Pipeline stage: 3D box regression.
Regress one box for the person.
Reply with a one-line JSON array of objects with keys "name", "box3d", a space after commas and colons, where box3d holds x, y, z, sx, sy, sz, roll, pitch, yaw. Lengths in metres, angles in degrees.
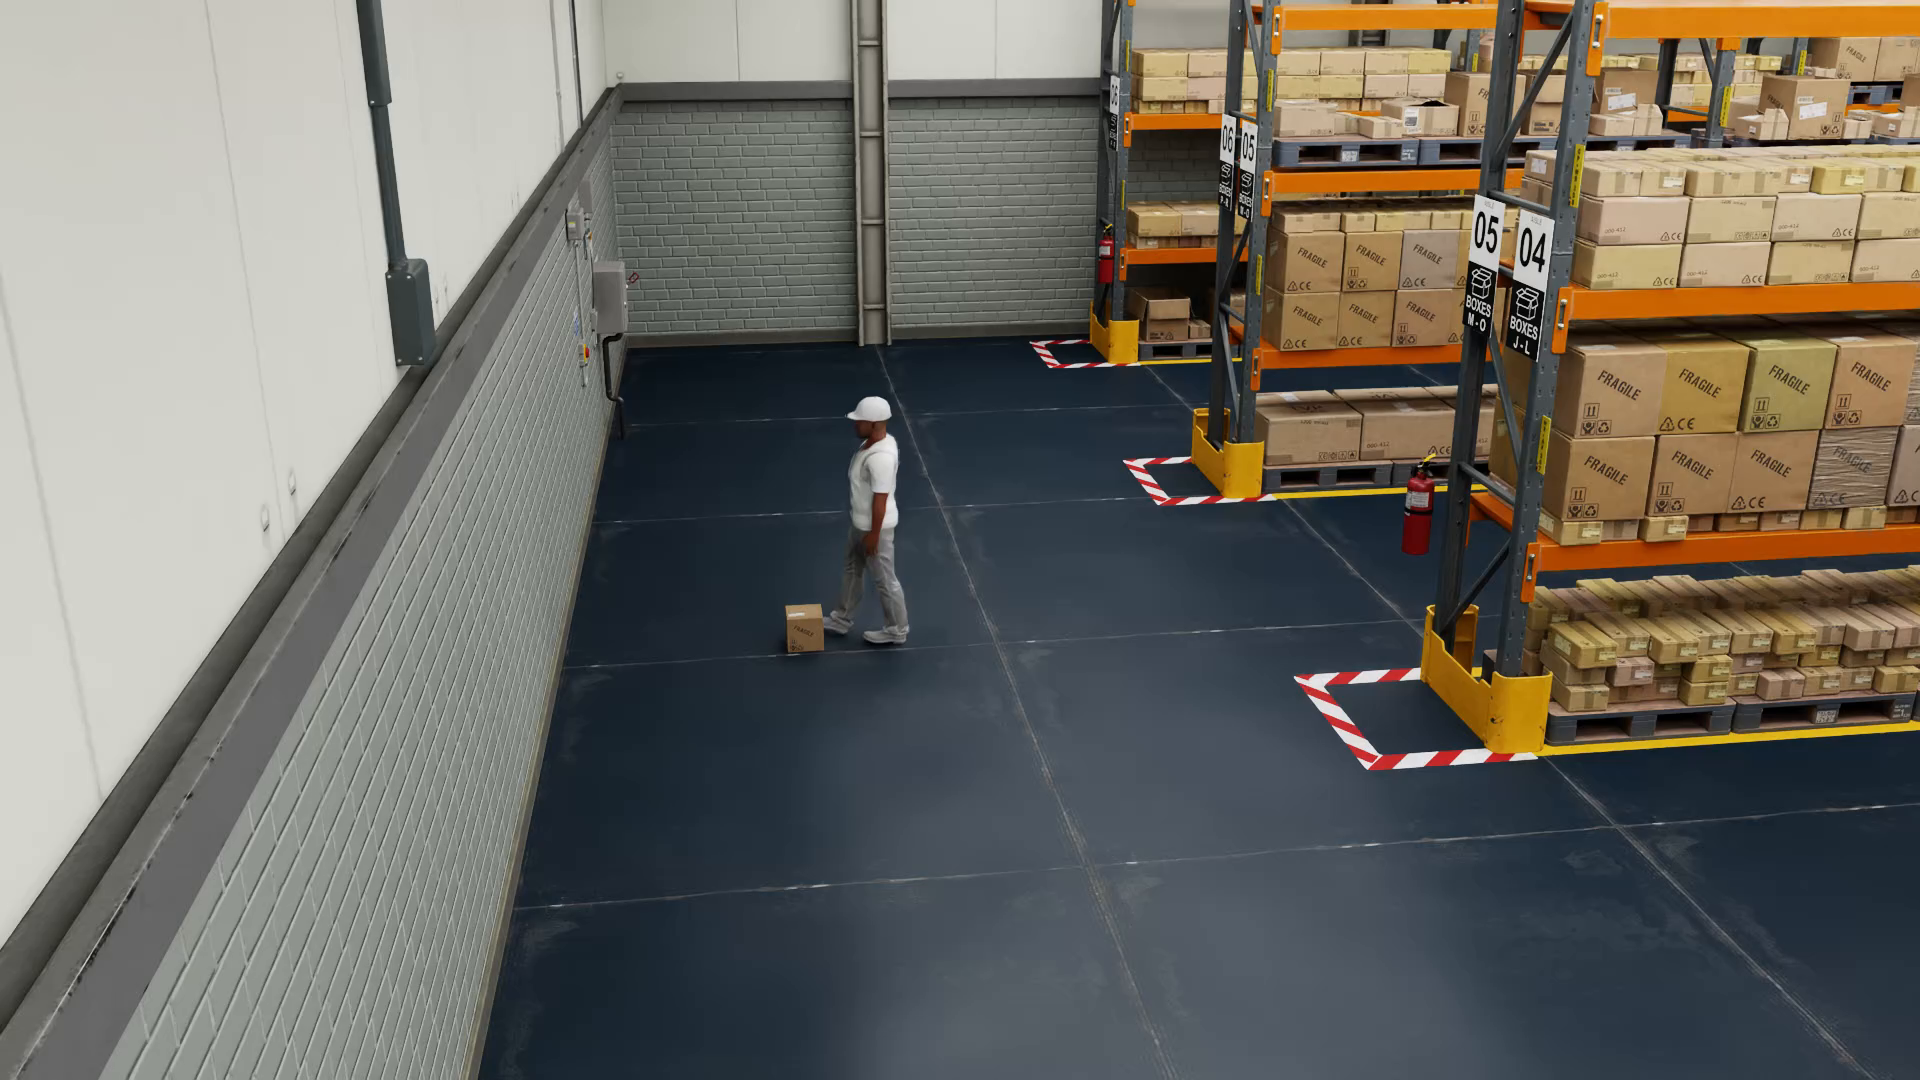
[{"name": "person", "box3d": [-0.719, -0.124, 11.368, 0.709, 1.755, 0.577, -3, 20, -9]}]
